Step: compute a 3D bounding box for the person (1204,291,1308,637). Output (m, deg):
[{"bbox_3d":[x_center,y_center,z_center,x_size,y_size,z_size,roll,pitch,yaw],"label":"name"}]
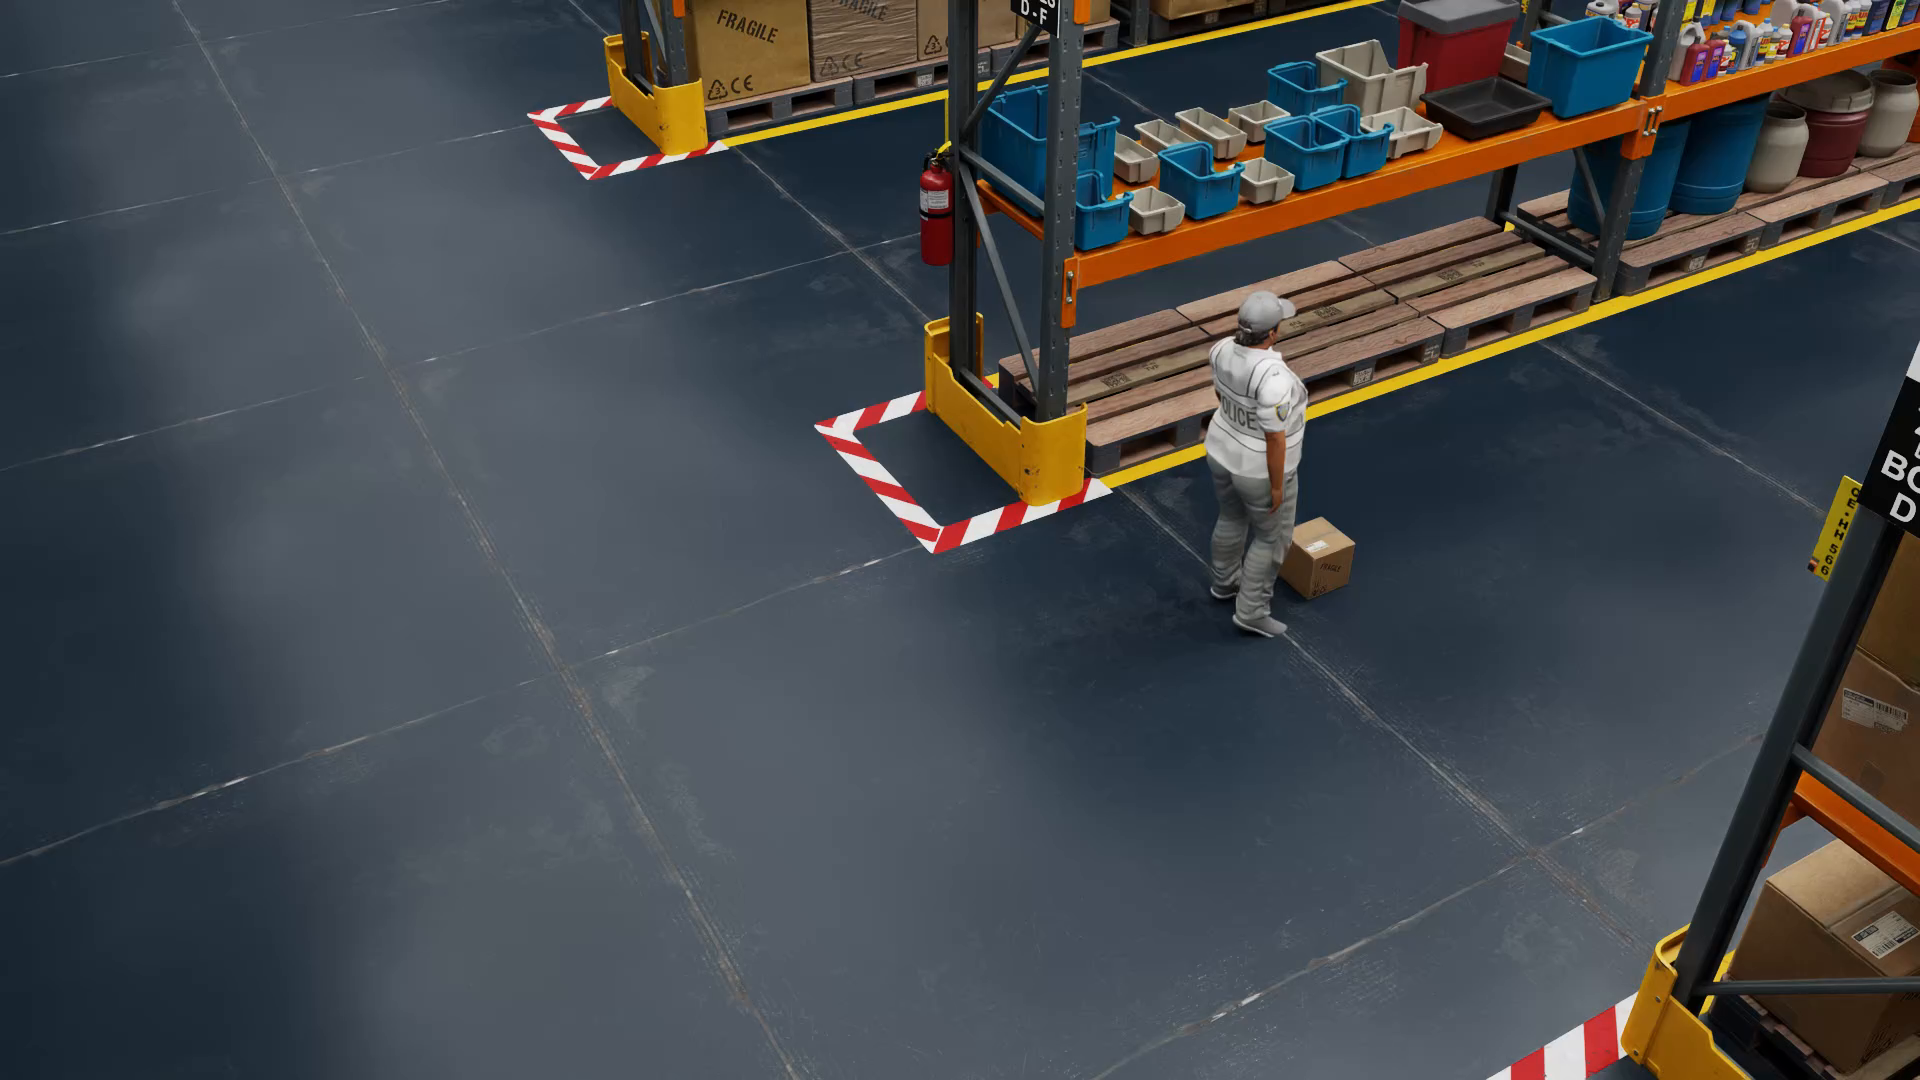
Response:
[{"bbox_3d":[1.319,-0.333,7.392,0.436,1.725,0.528,-19,41,-24],"label":"person"}]
